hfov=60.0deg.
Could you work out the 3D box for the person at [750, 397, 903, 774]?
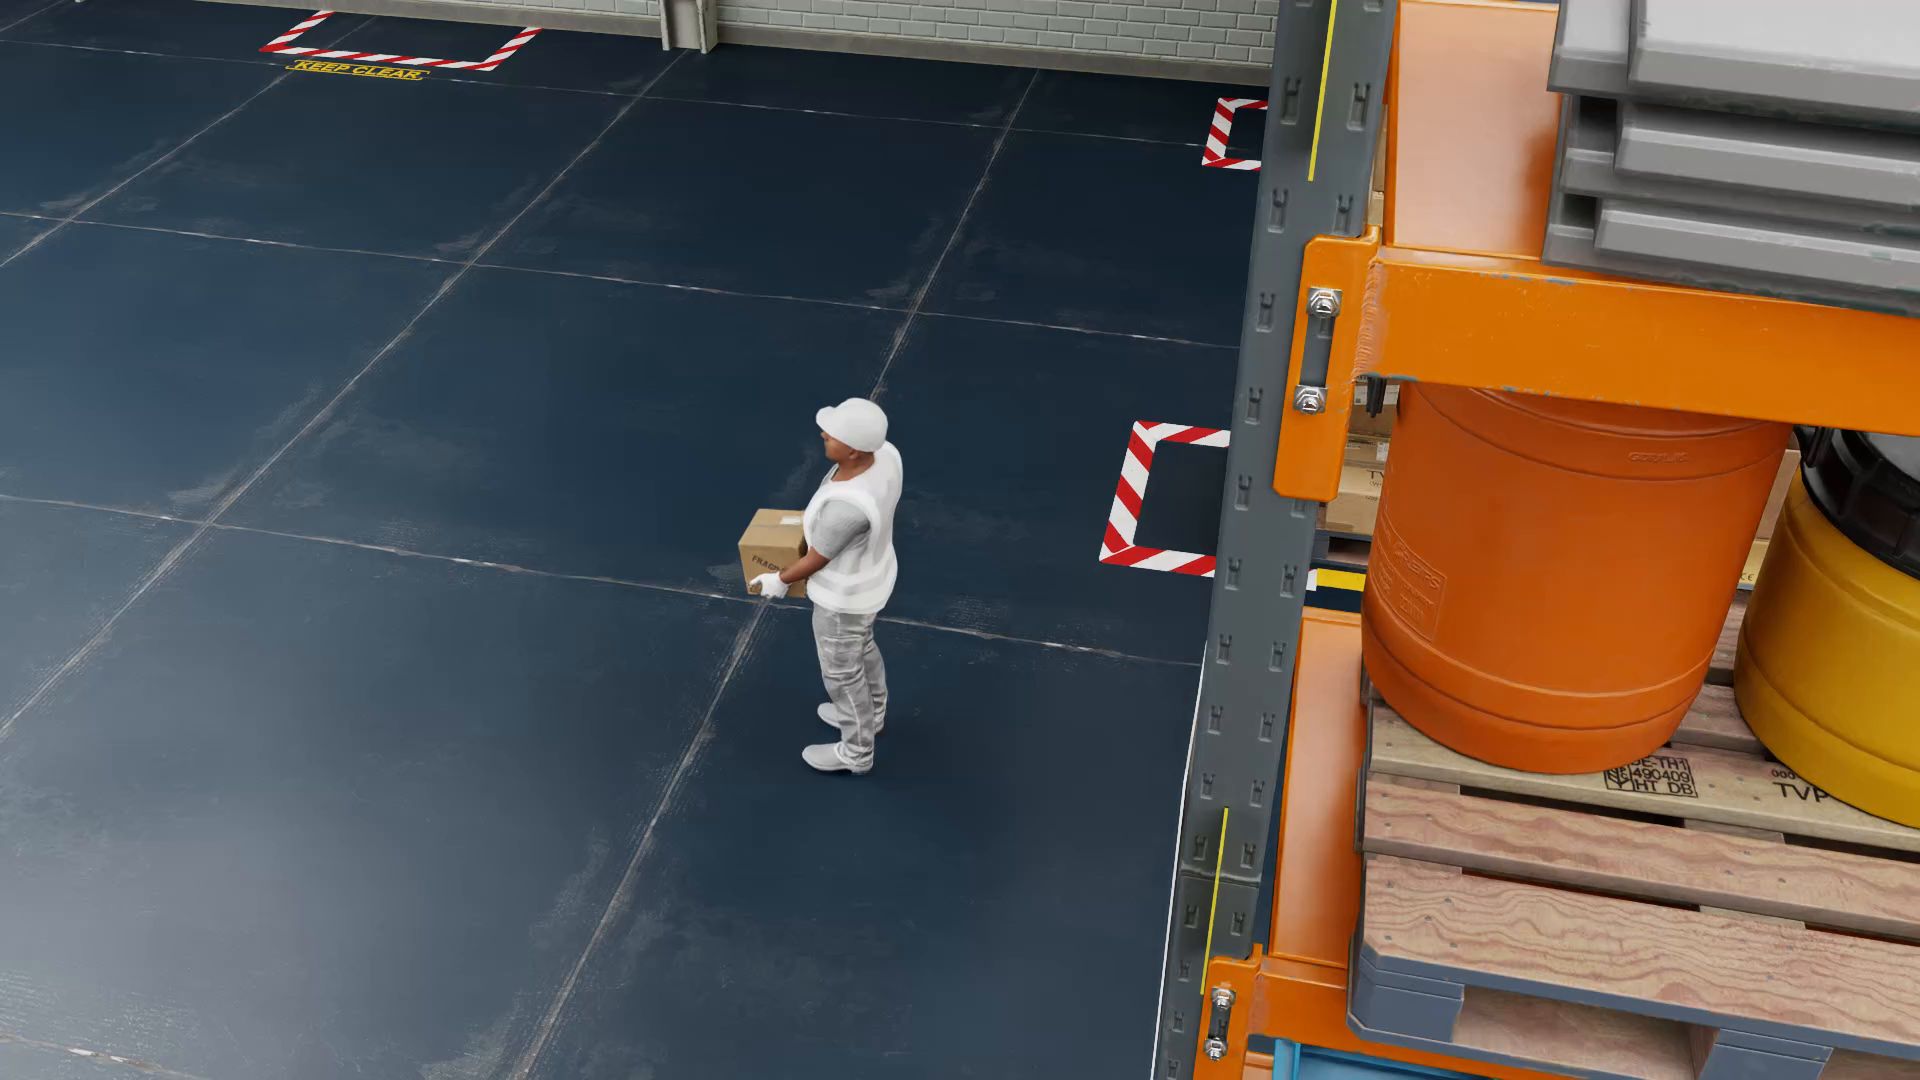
[{"bbox_3d":[-0.529,0.178,6.704,0.569,1.787,0.499,8,37,11],"label":"person"}]
